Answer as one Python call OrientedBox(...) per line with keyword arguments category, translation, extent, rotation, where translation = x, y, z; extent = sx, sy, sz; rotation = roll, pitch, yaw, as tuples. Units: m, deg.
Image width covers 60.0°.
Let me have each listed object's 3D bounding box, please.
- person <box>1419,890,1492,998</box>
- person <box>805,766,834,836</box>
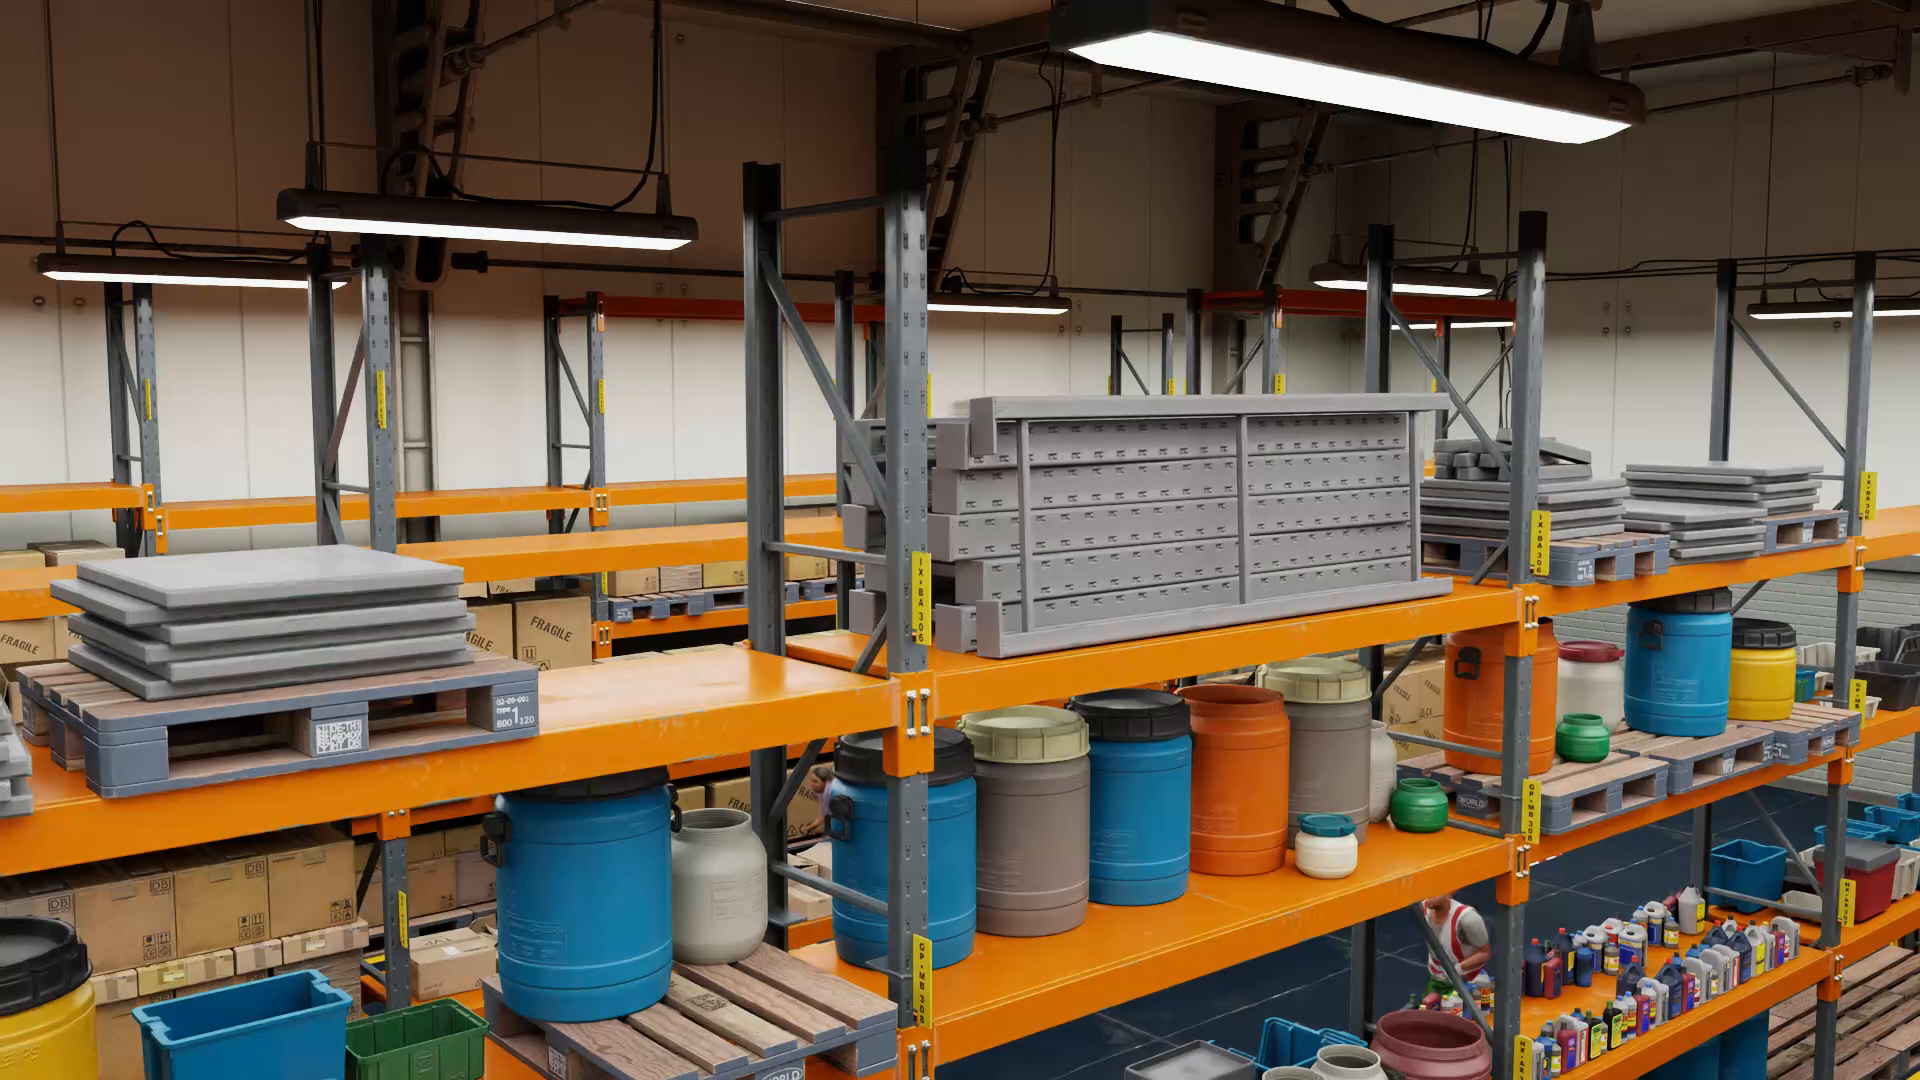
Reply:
OrientedBox(category="person", translation=(3.587, 3.178, 12.017), extent=(0.765, 1.714, 0.640), rotation=(-5, 8, -43))
OrientedBox(category="person", translation=(-1.085, 2.893, 16.051), extent=(0.798, 1.482, 0.622), rotation=(-3, 6, -28))
